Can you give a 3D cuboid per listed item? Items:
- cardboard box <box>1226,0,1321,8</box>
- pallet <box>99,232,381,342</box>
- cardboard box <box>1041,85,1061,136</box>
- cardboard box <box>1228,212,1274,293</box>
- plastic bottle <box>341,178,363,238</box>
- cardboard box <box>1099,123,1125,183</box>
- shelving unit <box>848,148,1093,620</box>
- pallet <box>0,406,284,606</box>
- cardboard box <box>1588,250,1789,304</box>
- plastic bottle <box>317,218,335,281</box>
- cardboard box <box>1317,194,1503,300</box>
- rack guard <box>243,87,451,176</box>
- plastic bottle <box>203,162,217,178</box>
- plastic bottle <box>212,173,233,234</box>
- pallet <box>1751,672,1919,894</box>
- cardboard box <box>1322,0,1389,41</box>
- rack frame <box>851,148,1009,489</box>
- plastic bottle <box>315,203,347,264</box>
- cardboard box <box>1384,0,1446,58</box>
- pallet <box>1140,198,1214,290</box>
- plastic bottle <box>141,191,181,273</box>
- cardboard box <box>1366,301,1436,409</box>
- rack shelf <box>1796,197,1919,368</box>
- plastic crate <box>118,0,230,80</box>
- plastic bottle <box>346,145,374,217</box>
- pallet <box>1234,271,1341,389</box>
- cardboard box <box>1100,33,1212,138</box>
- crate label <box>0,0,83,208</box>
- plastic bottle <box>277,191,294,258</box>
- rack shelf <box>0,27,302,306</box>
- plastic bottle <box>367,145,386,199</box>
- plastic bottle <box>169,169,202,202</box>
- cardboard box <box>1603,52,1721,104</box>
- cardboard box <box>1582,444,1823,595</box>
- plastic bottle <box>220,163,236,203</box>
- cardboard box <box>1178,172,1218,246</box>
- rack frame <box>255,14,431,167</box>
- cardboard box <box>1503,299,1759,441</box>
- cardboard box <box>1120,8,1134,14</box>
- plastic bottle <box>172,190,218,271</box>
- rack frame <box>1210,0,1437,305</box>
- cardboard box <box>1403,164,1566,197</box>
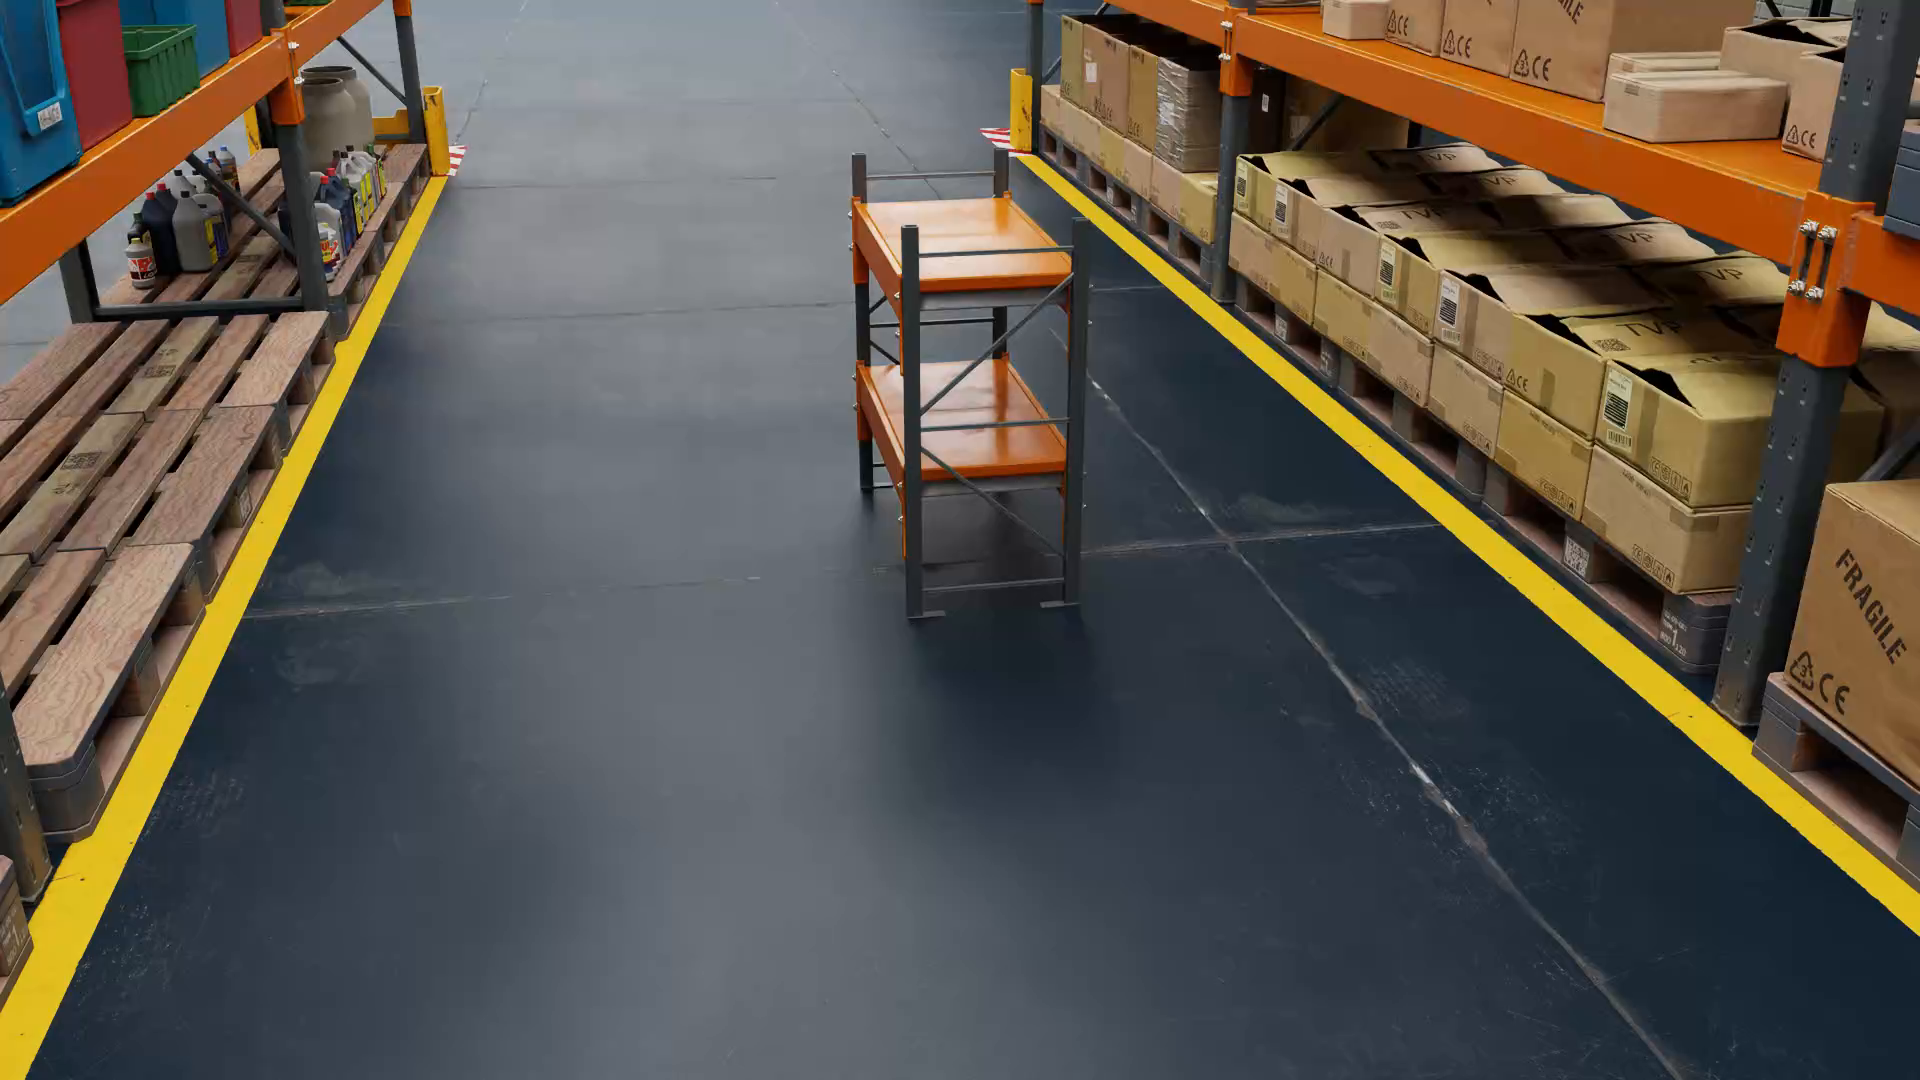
[{"bbox_3d":[1.599,-2.752,7.678,0.700,0.500,0.500,-5,24,-11],"label":"cardboard box"},{"bbox_3d":[-3.265,-1.156,7.634,1.003,0.211,1.213,-4,24,-10],"label":"pallet"},{"bbox_3d":[0.828,-2.810,10.848,0.500,0.250,0.500,-4,24,-10],"label":"cardboard box"},{"bbox_3d":[1.518,-1.288,7.361,0.500,0.250,0.500,-5,24,-11],"label":"cardboard box"},{"bbox_3d":[-2.947,-1.614,8.043,0.061,0.283,0.133,-3,24,-7],"label":"plastic bottle"},{"bbox_3d":[1.104,-2.220,9.497,0.500,0.250,0.500,-4,24,-10],"label":"cardboard box"},{"bbox_3d":[0.001,-0.513,5.019,0.538,1.125,1.048,-4,24,-10],"label":"shelving unit"},{"bbox_3d":[-2.769,-0.102,5.220,1.003,0.211,1.213,-4,24,-10],"label":"pallet"},{"bbox_3d":[2.421,-0.783,5.504,0.500,0.311,0.500,-5,24,-11],"label":"cardboard box"},{"bbox_3d":[-2.810,-1.276,7.283,0.097,0.271,0.097,0,24,0],"label":"plastic bottle"},{"bbox_3d":[1.703,-1.140,6.322,0.500,0.311,0.500,-5,24,-11],"label":"cardboard box"},{"bbox_3d":[-3.861,-2.568,10.506,1.175,0.500,0.348,-4,24,-10],"label":"rack guard"},{"bbox_3d":[-3.810,-1.781,8.440,0.097,0.271,0.097,0,24,0],"label":"plastic bottle"},{"bbox_3d":[-3.601,-1.631,8.080,0.061,0.283,0.133,-4,24,-10],"label":"plastic bottle"},{"bbox_3d":[2.528,0.616,3.577,1.003,0.211,1.213,-4,24,-10],"label":"pallet"},{"bbox_3d":[1.650,-2.053,6.518,0.380,0.149,0.250,-4,24,-10],"label":"cardboard box"},{"bbox_3d":[-0.093,-0.713,5.477,0.500,1.125,0.032,-4,24,-10],"label":"rack frame"},{"bbox_3d":[-2.896,-1.403,7.569,0.152,0.276,0.135,-3,24,-8],"label":"plastic bottle"},{"bbox_3d":[1.911,-2.067,6.111,0.500,0.500,0.500,-3,24,-6],"label":"cardboard box"},{"bbox_3d":[1.581,-1.570,8.581,1.003,0.211,1.213,-4,24,-10],"label":"pallet"},{"bbox_3d":[-3.584,-1.387,7.437,0.144,0.351,0.185,-5,24,-11],"label":"plastic bottle"},{"bbox_3d":[1.803,-0.683,5.976,0.500,0.250,0.500,-4,24,-9],"label":"cardboard box"},{"bbox_3d":[2.797,0.158,2.040,1.077,0.370,4.000,-4,24,-10],"label":"rack shelf"},{"bbox_3d":[-2.672,-1.749,5.526,0.392,0.384,0.575,-4,24,-10],"label":"plastic crate"},{"bbox_3d":[-3.071,-1.817,8.424,0.144,0.351,0.185,-3,24,-8],"label":"plastic bottle"},{"bbox_3d":[1.862,-0.967,7.201,1.003,0.211,1.213,-4,24,-10],"label":"pallet"},{"bbox_3d":[1.103,-2.564,9.347,0.500,0.500,0.500,-4,24,-10],"label":"cardboard box"},{"bbox_3d":[-2.360,-1.021,3.795,0.502,0.435,0.616,-4,24,-10],"label":"crate label"},{"bbox_3d":[-3.065,-1.492,7.679,0.144,0.351,0.185,-4,24,-10],"label":"plastic bottle"},{"bbox_3d":[-2.812,-1.051,4.807,1.077,0.370,4.000,-4,24,-10],"label":"rack shelf"},{"bbox_3d":[-3.111,-1.963,8.840,0.061,0.283,0.133,-4,24,-8],"label":"plastic bottle"},{"bbox_3d":[-3.679,-1.589,7.901,0.144,0.351,0.185,-4,24,-10],"label":"plastic bottle"},{"bbox_3d":[2.136,-1.341,4.887,0.380,0.149,0.250,-3,24,-6],"label":"cardboard box"},{"bbox_3d":[2.090,-0.080,4.596,0.500,0.250,0.500,-4,24,-8],"label":"cardboard box"},{"bbox_3d":[-3.873,-1.883,8.759,0.097,0.201,0.097,0,24,0],"label":"plastic bottle"},{"bbox_3d":[1.387,-1.631,8.147,0.500,0.250,0.500,-4,24,-10],"label":"cardboard box"},{"bbox_3d":[-3.921,-3.740,10.066,1.000,3.000,0.127,-4,24,-10],"label":"rack frame"},{"bbox_3d":[1.985,-0.540,4.948,0.500,0.311,0.500,-5,24,-11],"label":"cardboard box"},{"bbox_3d":[1.339,-3.193,10.786,0.500,0.500,0.500,-4,24,-10],"label":"cardboard box"},{"bbox_3d":[-3.442,-1.397,7.462,0.144,0.351,0.185,-4,24,-10],"label":"plastic bottle"},{"bbox_3d":[1.687,-2.532,7.300,1.000,3.000,0.127,-4,24,-10],"label":"rack frame"},{"bbox_3d":[2.146,-1.379,6.870,0.500,0.311,0.500,-4,24,-8],"label":"cardboard box"}]
